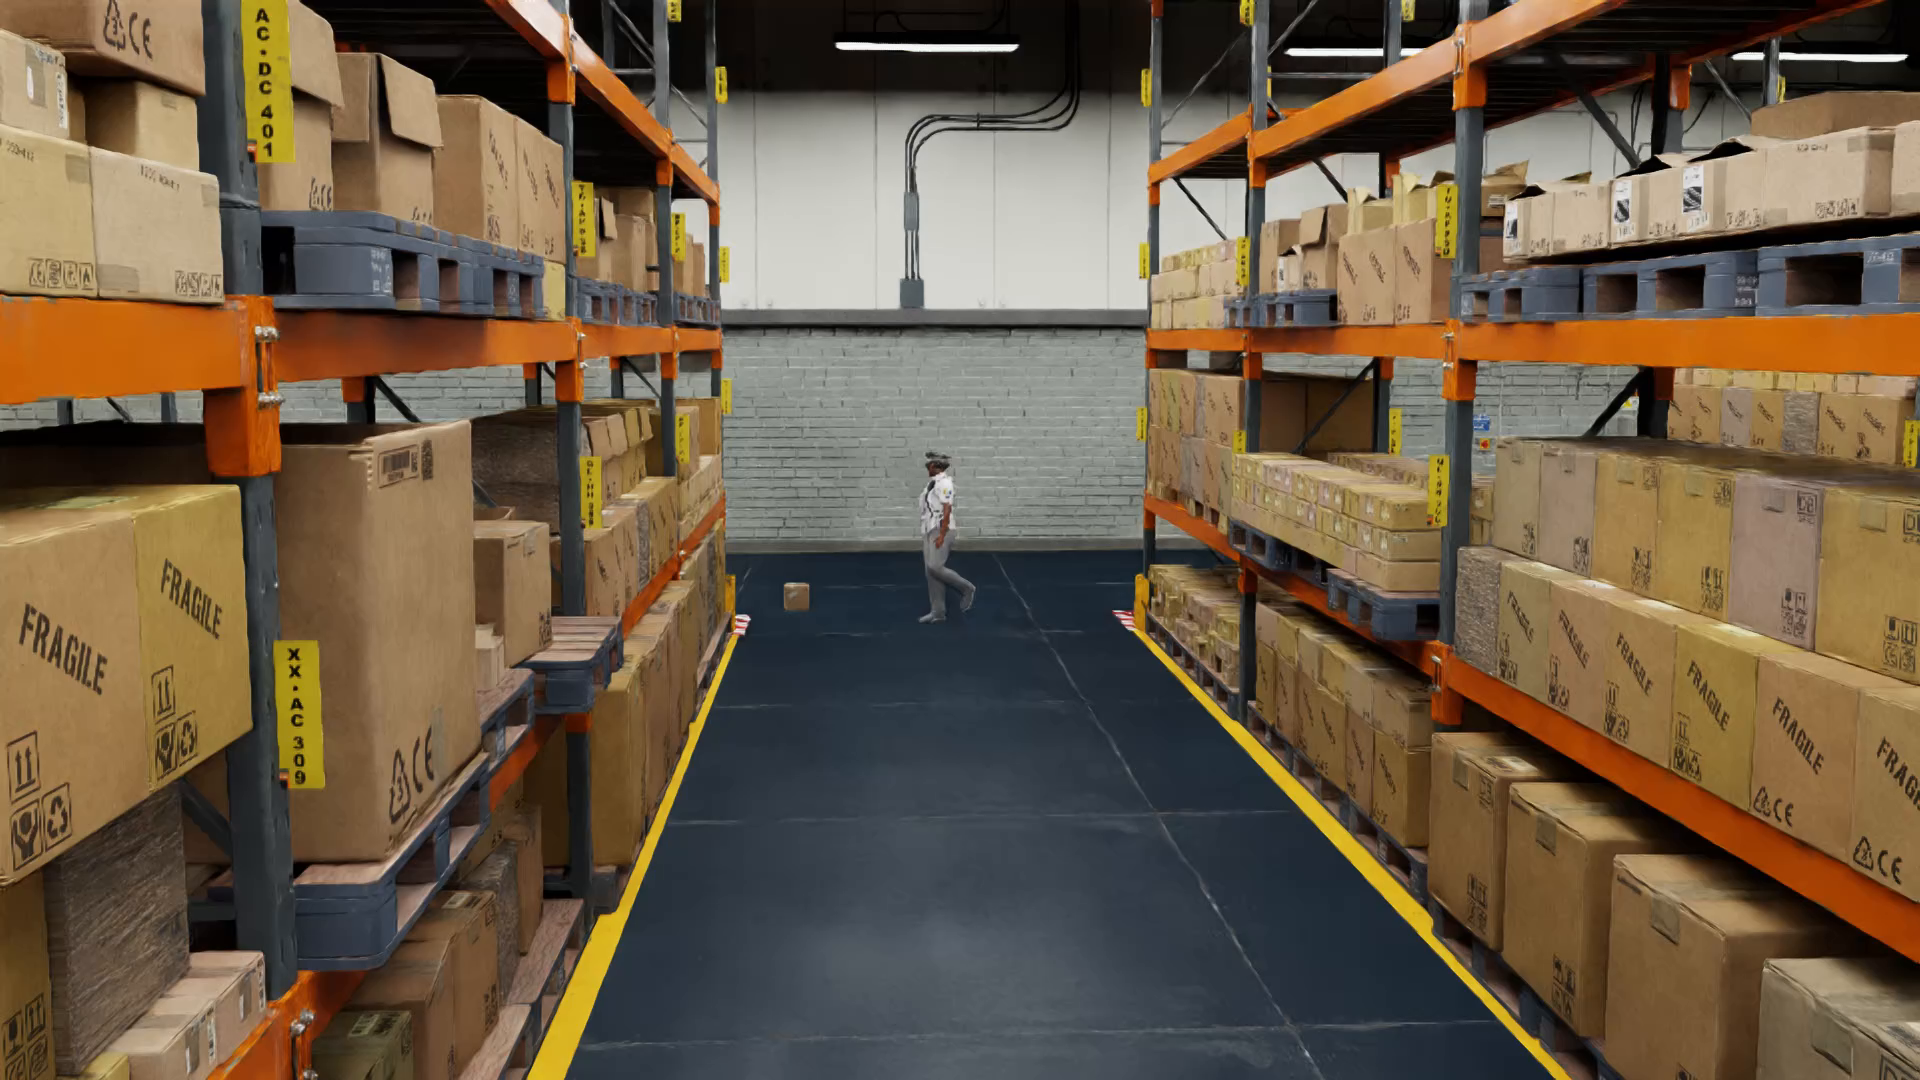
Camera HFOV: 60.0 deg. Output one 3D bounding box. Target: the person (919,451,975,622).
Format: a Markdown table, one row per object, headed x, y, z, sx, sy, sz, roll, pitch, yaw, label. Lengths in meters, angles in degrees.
| x | y | z | sx | sy | sz | roll | pitch | yaw | label |
| --- | --- | --- | --- | --- | --- | --- | --- | --- | --- |
| -0.197 | -0.040 | 16.205 | 0.577 | 1.631 | 0.533 | -3 | 8 | -25 | person |
